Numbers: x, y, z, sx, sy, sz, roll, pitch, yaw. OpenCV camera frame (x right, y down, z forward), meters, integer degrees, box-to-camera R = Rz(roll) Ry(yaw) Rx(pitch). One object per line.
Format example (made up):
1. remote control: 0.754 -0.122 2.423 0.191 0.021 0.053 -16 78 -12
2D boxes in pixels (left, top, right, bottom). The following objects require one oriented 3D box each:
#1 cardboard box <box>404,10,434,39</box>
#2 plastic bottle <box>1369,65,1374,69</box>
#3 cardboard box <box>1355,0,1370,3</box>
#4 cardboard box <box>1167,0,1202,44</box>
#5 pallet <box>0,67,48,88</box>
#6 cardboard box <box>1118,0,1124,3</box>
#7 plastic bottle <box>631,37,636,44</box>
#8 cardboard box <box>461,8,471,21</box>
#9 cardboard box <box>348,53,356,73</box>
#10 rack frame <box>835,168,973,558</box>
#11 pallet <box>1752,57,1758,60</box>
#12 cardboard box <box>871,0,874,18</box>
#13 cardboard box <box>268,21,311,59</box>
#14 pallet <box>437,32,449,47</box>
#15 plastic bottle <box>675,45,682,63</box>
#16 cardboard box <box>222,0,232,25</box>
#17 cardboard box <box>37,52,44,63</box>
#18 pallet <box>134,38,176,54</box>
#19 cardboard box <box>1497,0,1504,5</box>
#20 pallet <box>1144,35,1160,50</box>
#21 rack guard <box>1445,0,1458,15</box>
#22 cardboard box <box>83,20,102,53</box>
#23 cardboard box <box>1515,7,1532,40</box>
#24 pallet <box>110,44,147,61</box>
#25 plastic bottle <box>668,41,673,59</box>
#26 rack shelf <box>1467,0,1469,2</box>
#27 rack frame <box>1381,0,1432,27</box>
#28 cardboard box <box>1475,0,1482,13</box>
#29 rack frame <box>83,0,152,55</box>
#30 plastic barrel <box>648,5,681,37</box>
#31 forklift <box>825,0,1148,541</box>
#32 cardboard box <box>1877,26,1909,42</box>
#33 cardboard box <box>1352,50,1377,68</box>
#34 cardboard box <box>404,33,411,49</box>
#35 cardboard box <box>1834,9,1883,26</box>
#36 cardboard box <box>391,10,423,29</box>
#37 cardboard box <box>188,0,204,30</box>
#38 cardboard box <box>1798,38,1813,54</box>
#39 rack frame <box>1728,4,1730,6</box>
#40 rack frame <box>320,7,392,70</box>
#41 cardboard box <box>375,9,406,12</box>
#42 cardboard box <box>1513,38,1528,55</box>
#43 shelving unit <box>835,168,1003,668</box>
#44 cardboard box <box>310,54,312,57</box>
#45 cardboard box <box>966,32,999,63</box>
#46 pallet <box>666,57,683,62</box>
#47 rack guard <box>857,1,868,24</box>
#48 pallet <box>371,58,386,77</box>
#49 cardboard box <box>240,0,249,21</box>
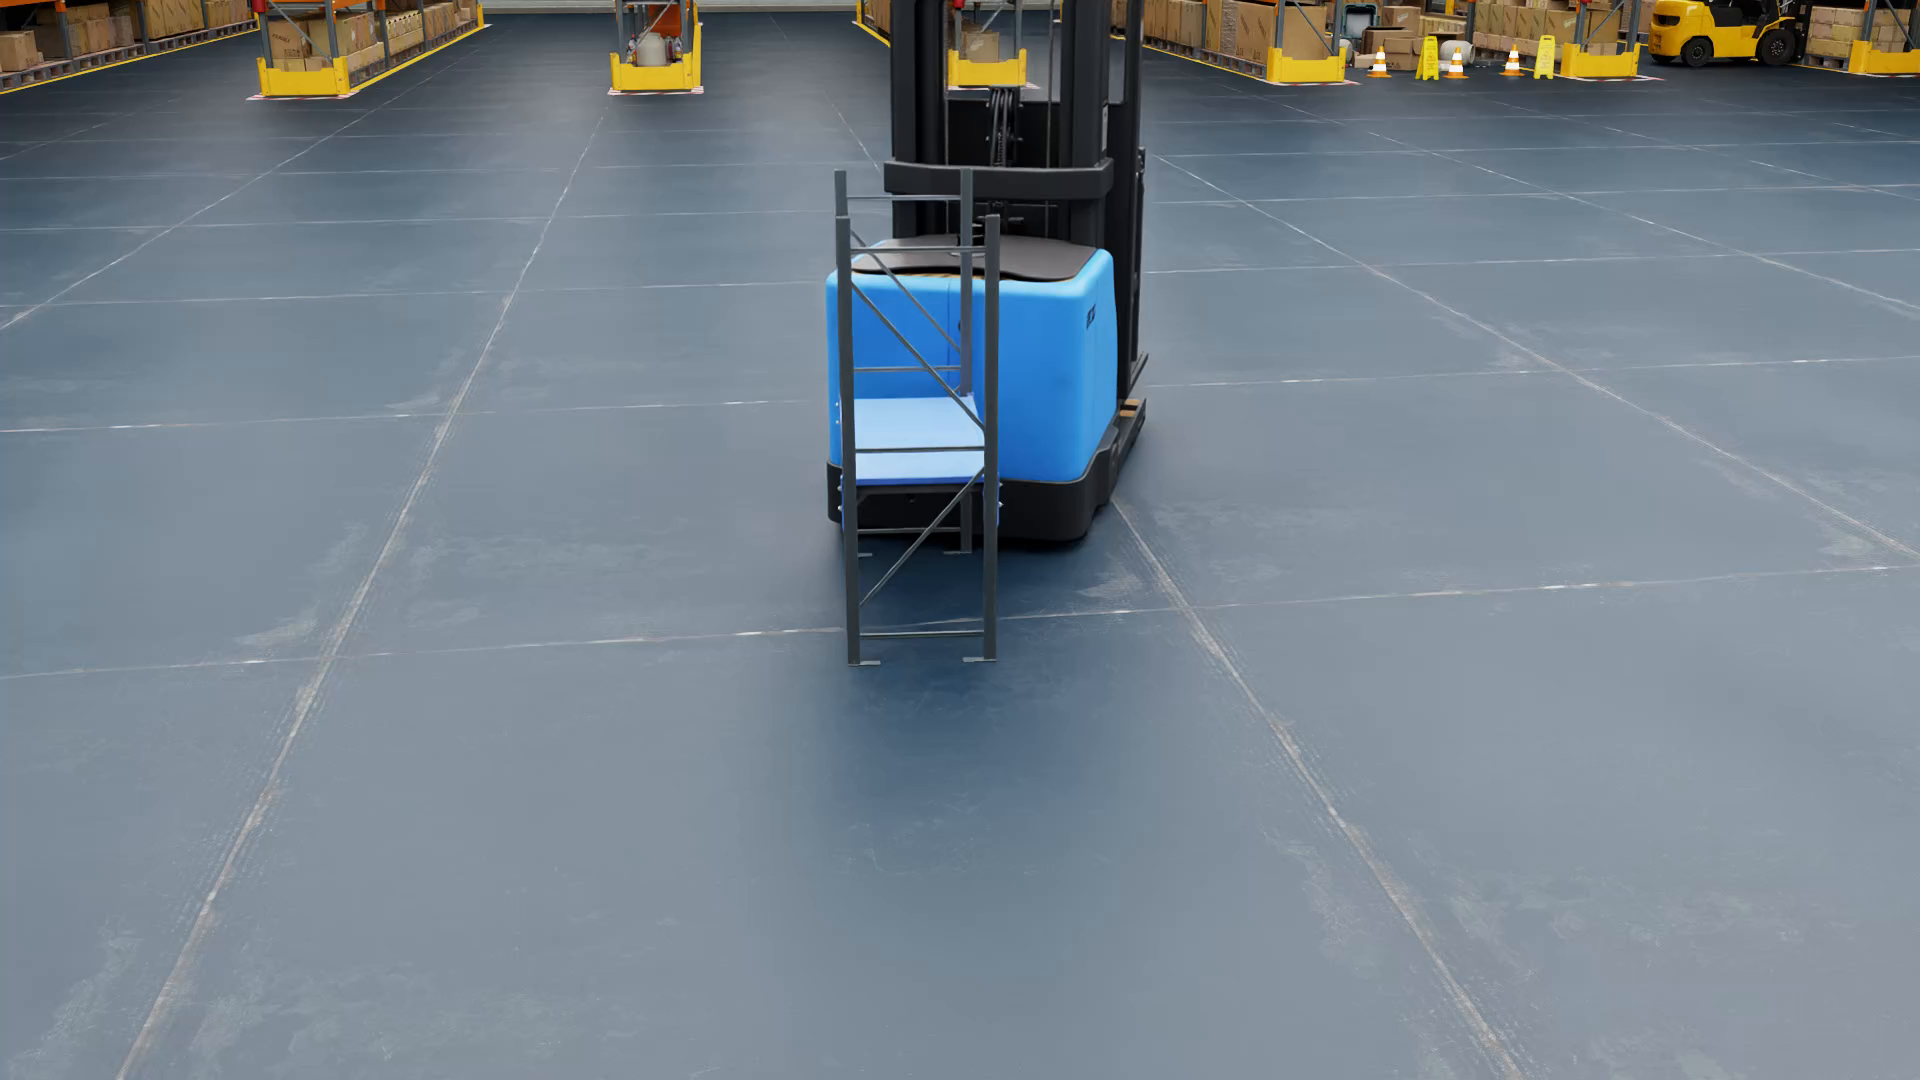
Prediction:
1. cardboard box: -10.319 -9.793 31.594 0.500 0.500 0.500 -2 21 -5
2. plastic bottle: 6.921 -7.882 27.733 0.133 0.061 0.283 -11 23 -26
3. cardboard box: 8.932 -11.338 35.223 0.875 0.875 0.875 -3 21 -7
4. cardboard box: 4.453 -9.602 30.753 1.050 0.750 0.750 -3 21 -8
5. pallet: -14.550 -6.990 25.129 1.003 0.211 1.213 -3 21 -8
6. cardboard box: 3.607 -11.432 34.937 0.500 0.250 0.500 -2 21 -6
7. plastic bottle: -5.263 -7.902 26.743 0.144 0.351 0.185 -3 21 -8
8. cardboard box: -11.260 -11.768 37.238 0.500 0.250 0.500 -3 21 -8
9. cardboard box: -9.315 -7.095 24.755 0.500 0.250 0.500 -3 21 -8
10. rack frame: -0.204 -0.642 6.292 0.500 1.500 0.032 -2 21 -4
11. pallet: 14.635 -8.867 30.156 1.003 0.211 1.213 -3 21 -8
12. cardboard box: -1.583 -12.523 38.395 0.875 0.875 0.875 -3 21 -8
13. cardboard box: -9.754 -7.247 24.090 0.500 0.500 0.500 -3 21 -8
14. pallet: -10.779 -9.962 33.087 1.003 0.211 1.213 -3 21 -8
15. plastic bottle: -4.433 -7.636 26.145 0.097 0.271 0.097 0 20 0
16. cardboard box: -16.161 -11.362 35.822 0.700 0.500 0.500 -2 21 -6
17. cardboard box: -14.754 -7.645 26.319 0.380 0.166 0.250 -6 21 -15
18. pallet: -15.476 -9.306 31.329 1.003 0.211 1.213 -3 21 -8
19. cardboard box: 9.503 -9.321 28.717 0.380 0.149 0.250 -2 21 -6
20. pallet: 4.229 -9.717 32.430 1.003 0.211 1.213 -3 21 -8
21. rack guard: 12.843 -13.409 41.902 1.175 0.500 0.348 -3 21 -8
22. cardboard box: -15.141 -8.594 28.384 0.700 0.500 0.500 -3 21 -7
23. cardboard box: 9.709 -8.694 27.965 0.500 0.500 0.500 -3 21 -9
24. pallet: -15.326 -8.758 29.864 1.003 0.211 1.213 -3 21 -8
25. plastic bottle: -4.691 -7.935 26.927 0.061 0.283 0.133 -3 21 -8
26. rack shelf: 9.362 -10.555 31.717 1.077 0.370 4.000 -3 21 -8
27. rack frame: 9.074 -11.584 33.445 1.000 3.000 0.127 -3 21 -8
28. cardboard box: 12.911 -13.117 40.522 0.700 0.500 0.500 -2 21 -6
29. rack frame: -15.437 -10.335 30.101 1.000 3.000 0.127 -3 21 -8
30. plastic barrel: -5.721 -10.183 32.196 0.600 0.830 0.708 -3 21 -8
31. forklift: 0.293 -1.851 7.483 1.130 2.935 3.031 5 21 12
32. cardboard box: 15.276 -8.382 27.487 0.500 0.250 0.500 -3 21 -7
33. cardboard box: 6.837 -8.132 28.109 0.396 0.266 0.258 1 20 2
34. cardboard box: -9.994 -8.795 29.305 0.500 0.250 0.500 -3 21 -7
35. cardboard box: 14.764 -8.587 27.321 0.500 0.250 0.500 -2 21 -6
36. cardboard box: -10.217 -9.589 30.630 0.500 0.311 0.500 -2 21 -6
37. cardboard box: -15.791 -10.691 33.526 0.750 0.750 0.750 -3 21 -7
38. cardboard box: 14.633 -8.468 28.431 0.500 0.250 0.500 -3 21 -7
39. rack frame: 14.562 -10.451 30.411 1.000 3.000 0.127 -3 21 -8
40. rack frame: -9.959 -9.201 27.065 1.000 3.000 0.127 -3 21 -8
41. cardboard box: -10.903 -9.933 31.969 0.500 0.500 0.500 -2 21 -6
42. cardboard box: 9.697 -8.350 28.116 0.500 0.250 0.500 -4 21 -10
43. shelving unit: -0.166 -0.465 5.817 0.538 1.500 1.048 -2 21 -4
44. cardboard box: -9.836 -7.068 24.684 0.500 0.250 0.500 -3 21 -8
45. cardboard box: 0.347 -7.558 25.636 0.500 0.500 0.500 1 20 2
46. pallet: -5.001 -7.909 27.590 1.003 0.211 1.213 -3 21 -8
47. rack guard: -1.889 -12.692 39.983 1.175 0.500 0.348 -3 21 -8
48. pallet: -9.886 -7.618 26.810 1.003 0.211 1.213 -3 21 -8
49. cardboard box: -16.391 -11.893 37.245 0.700 0.500 0.500 -3 21 -8
